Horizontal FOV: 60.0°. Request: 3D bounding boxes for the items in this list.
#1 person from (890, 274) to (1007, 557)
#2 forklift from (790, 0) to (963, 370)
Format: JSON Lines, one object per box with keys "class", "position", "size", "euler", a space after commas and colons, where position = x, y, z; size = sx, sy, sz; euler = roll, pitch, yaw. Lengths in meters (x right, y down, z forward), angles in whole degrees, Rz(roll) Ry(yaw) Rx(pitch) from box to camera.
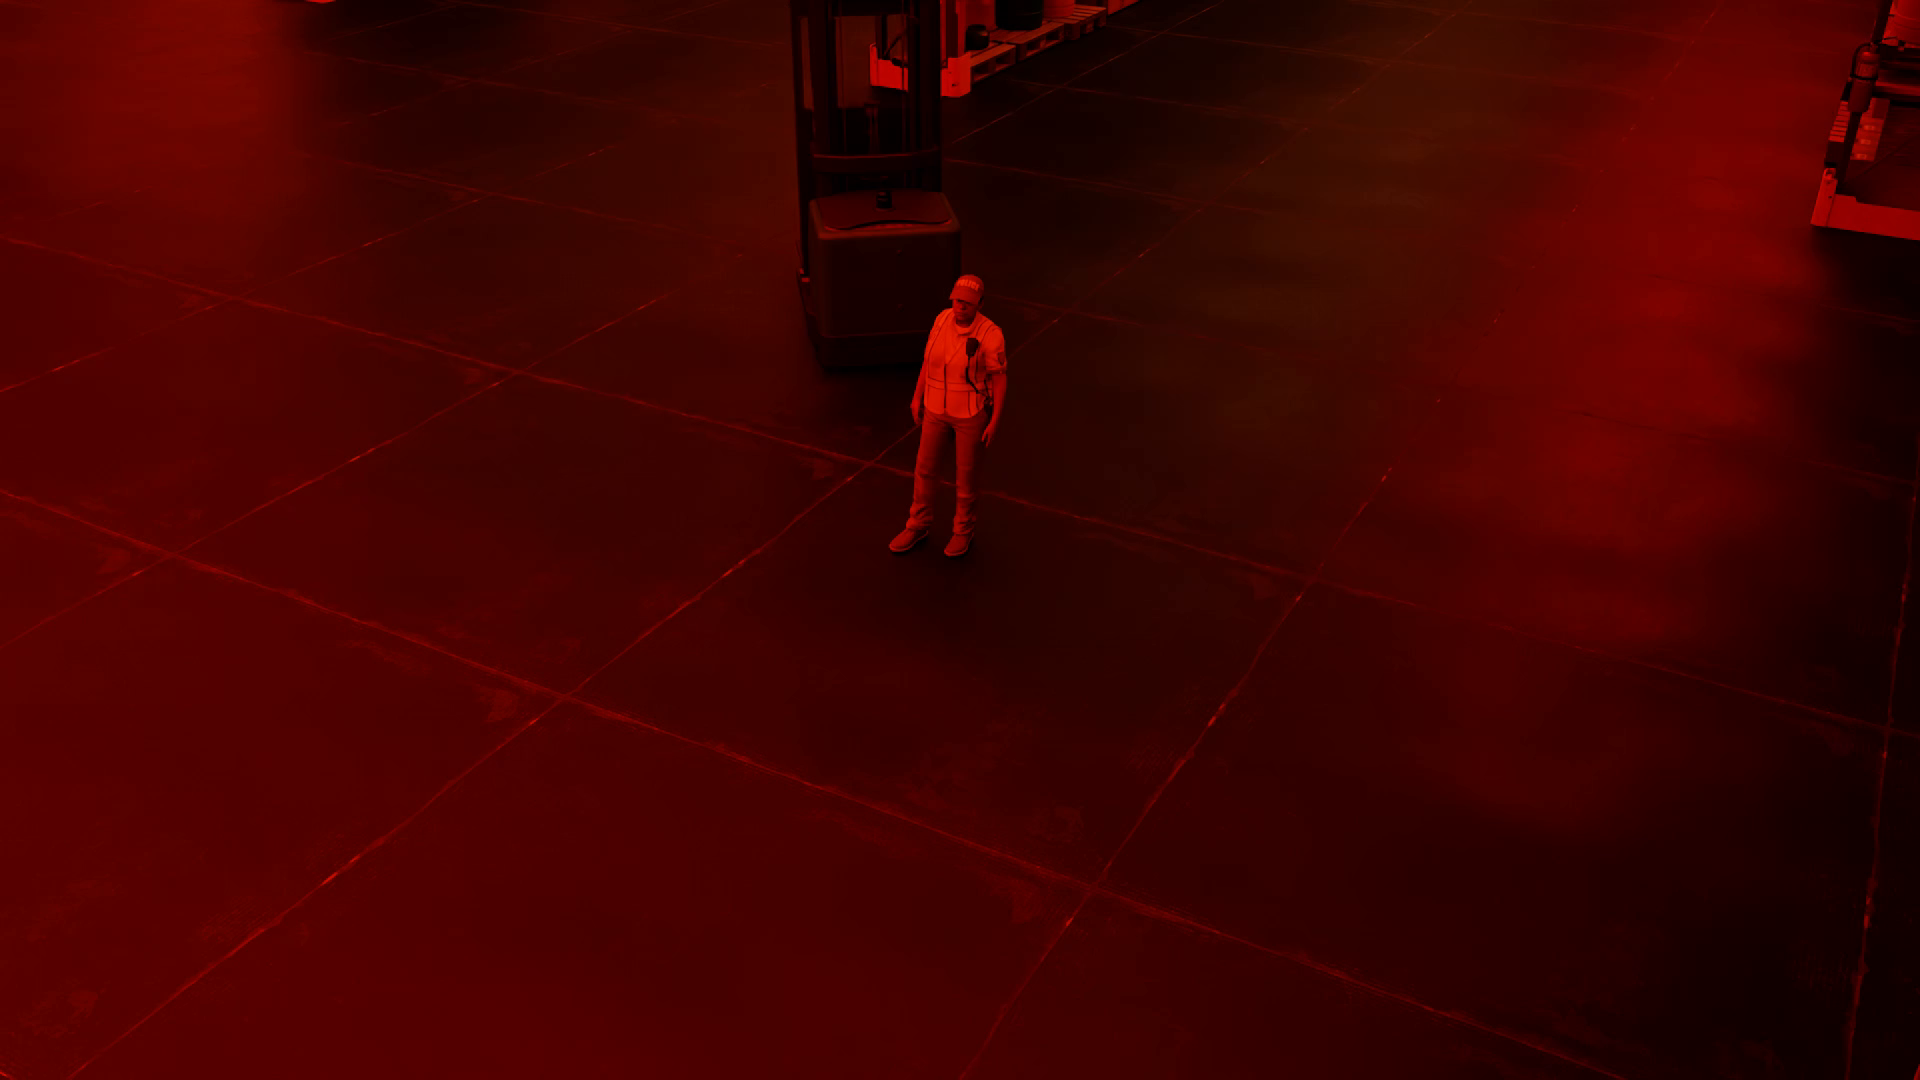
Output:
{"class": "person", "position": [-0.057, -0.701, 9.534], "size": [0.598, 1.670, 0.529], "euler": [15, 33, 25]}
{"class": "forklift", "position": [-0.718, -3.210, 12.632], "size": [1.130, 2.935, 3.031], "euler": [-5, 30, -8]}
